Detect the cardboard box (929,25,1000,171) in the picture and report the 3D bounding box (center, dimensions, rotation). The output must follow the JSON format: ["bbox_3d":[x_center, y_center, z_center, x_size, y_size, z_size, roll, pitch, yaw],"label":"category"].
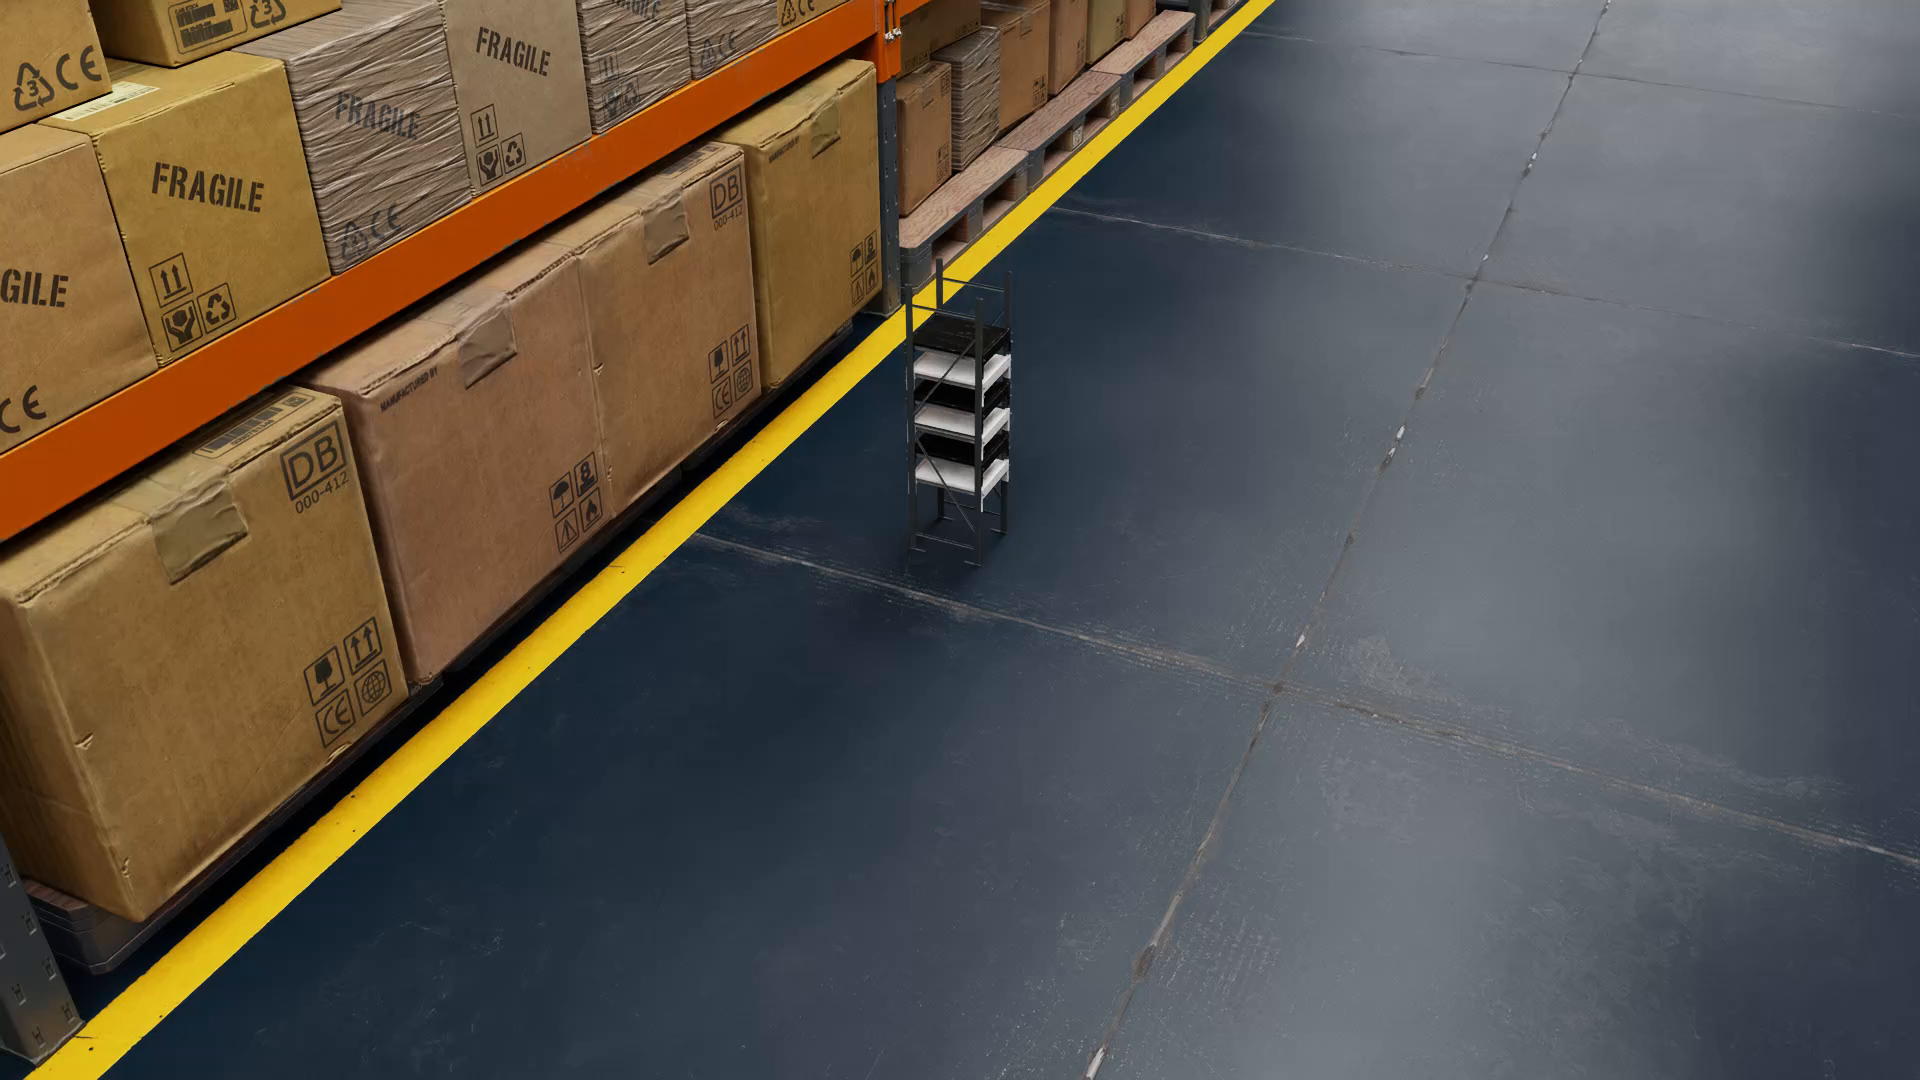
[{"bbox_3d":[-0.232,-2.025,7.481,0.700,0.500,0.500,11,35,17],"label":"cardboard box"}]

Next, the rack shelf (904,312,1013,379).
[{"bbox_3d":[-0.003,-0.570,4.867,0.258,0.077,0.200,14,36,20],"label":"rack shelf"}]

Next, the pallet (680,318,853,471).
[{"bbox_3d":[-1.113,-0.727,6.167,1.003,0.211,1.213,14,36,20],"label":"pallet"}]

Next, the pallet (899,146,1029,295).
[{"bbox_3d":[-0.386,-1.492,7.332,1.003,0.211,1.213,14,36,20],"label":"pallet"}]

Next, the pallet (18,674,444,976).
[{"bbox_3d":[-2.134,0.488,4.313,1.003,0.211,1.213,14,36,20],"label":"pallet"}]

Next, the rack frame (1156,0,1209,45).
[{"bbox_3d":[0.959,-4.261,9.013,1.000,3.000,0.127,14,36,20],"label":"rack frame"}]

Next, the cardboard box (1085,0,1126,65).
[{"bbox_3d":[0.466,-2.866,8.763,0.700,0.500,0.500,14,36,20],"label":"cardboard box"}]

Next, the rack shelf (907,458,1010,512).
[{"bbox_3d":[-0.003,-0.194,5.114,0.258,0.077,0.200,14,36,20],"label":"rack shelf"}]

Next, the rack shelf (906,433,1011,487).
[{"bbox_3d":[-0.003,-0.269,5.065,0.258,0.077,0.200,14,36,20],"label":"rack shelf"}]

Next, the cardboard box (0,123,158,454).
[{"bbox_3d":[-1.969,-0.490,3.171,0.500,0.500,0.500,14,36,21],"label":"cardboard box"}]

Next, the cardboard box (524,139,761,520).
[{"bbox_3d":[-1.402,-0.775,5.251,1.225,0.875,0.875,14,36,21],"label":"cardboard box"}]

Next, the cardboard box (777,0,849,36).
[{"bbox_3d":[-0.696,-2.008,5.486,0.500,0.500,0.500,15,36,22],"label":"cardboard box"}]

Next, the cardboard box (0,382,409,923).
[{"bbox_3d":[-2.139,0.113,3.897,1.225,0.875,0.875,14,36,21],"label":"cardboard box"}]

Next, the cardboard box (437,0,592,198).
[{"bbox_3d":[-1.338,-1.248,4.327,0.500,0.500,0.500,15,36,21],"label":"cardboard box"}]

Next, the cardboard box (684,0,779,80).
[{"bbox_3d":[-0.910,-1.761,5.109,0.500,0.500,0.500,14,36,20],"label":"cardboard box"}]

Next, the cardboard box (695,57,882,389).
[{"bbox_3d":[-1.022,-1.217,5.925,1.225,0.875,0.875,13,35,18],"label":"cardboard box"}]

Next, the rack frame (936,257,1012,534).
[{"bbox_3d":[0.039,-0.423,5.074,0.240,0.900,0.006,14,36,20],"label":"rack frame"}]

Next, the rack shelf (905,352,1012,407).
[{"bbox_3d":[-0.003,-0.495,4.917,0.258,0.077,0.200,14,36,20],"label":"rack shelf"}]

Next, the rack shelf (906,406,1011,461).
[{"bbox_3d":[-0.003,-0.344,5.015,0.258,0.077,0.200,14,36,20],"label":"rack shelf"}]

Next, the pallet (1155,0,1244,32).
[{"bbox_3d":[1.208,-3.437,10.300,1.003,0.211,1.213,14,36,20],"label":"pallet"}]

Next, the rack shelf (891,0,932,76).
[{"bbox_3d":[0.122,-2.964,7.691,1.077,0.370,4.000,14,36,20],"label":"rack shelf"}]

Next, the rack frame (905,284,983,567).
[{"bbox_3d":[-0.046,-0.322,4.920,0.240,0.900,0.006,14,36,20],"label":"rack frame"}]

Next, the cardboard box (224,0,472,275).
[{"bbox_3d":[-1.549,-0.990,3.933,0.500,0.500,0.500,13,36,19],"label":"cardboard box"}]

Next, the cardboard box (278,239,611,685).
[{"bbox_3d":[-1.766,-0.332,4.576,1.225,0.875,0.875,13,35,19],"label":"cardboard box"}]

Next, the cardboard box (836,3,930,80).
[{"bbox_3d":[-0.462,-2.062,6.853,0.500,0.250,0.500,16,36,22],"label":"cardboard box"}]

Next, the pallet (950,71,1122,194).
[{"bbox_3d":[0.125,-2.097,8.255,1.003,0.211,1.213,14,36,20],"label":"pallet"}]

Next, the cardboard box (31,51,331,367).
[{"bbox_3d":[-1.759,-0.741,3.553,0.500,0.500,0.500,14,36,21],"label":"cardboard box"}]

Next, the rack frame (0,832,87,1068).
[{"bbox_3d":[-2.388,-0.277,2.936,1.000,3.000,0.127,14,36,20],"label":"rack frame"}]

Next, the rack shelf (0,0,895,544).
[{"bbox_3d":[-1.552,-0.972,4.653,1.077,0.370,4.000,14,36,20],"label":"rack shelf"}]

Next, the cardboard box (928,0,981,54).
[{"bbox_3d":[-0.249,-2.328,7.260,0.500,0.250,0.500,18,37,26],"label":"cardboard box"}]

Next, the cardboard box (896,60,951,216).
[{"bbox_3d":[-0.453,-1.746,7.055,0.700,0.500,0.500,12,35,18],"label":"cardboard box"}]

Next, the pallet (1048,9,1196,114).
[{"bbox_3d":[0.634,-2.707,9.185,1.003,0.211,1.213,14,36,20],"label":"pallet"}]

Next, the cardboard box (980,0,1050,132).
[{"bbox_3d":[-0.001,-2.309,7.914,0.700,0.500,0.500,17,37,24],"label":"cardboard box"}]

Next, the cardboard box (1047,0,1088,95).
[{"bbox_3d":[0.232,-2.587,8.338,0.700,0.500,0.500,11,35,16],"label":"cardboard box"}]

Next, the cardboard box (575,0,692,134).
[{"bbox_3d":[-1.124,-1.502,4.713,0.500,0.500,0.500,13,35,19],"label":"cardboard box"}]

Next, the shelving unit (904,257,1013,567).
[{"bbox_3d":[-0.003,-0.372,4.997,0.258,0.900,0.210,14,36,20],"label":"shelving unit"}]

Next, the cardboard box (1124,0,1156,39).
[{"bbox_3d":[0.682,-3.099,9.119,0.700,0.500,0.500,11,35,17],"label":"cardboard box"}]

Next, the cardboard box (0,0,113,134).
[{"bbox_3d":[-2.129,-1.058,3.122,0.797,0.503,0.637,13,36,19],"label":"cardboard box"}]

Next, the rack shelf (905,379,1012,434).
[{"bbox_3d":[-0.003,-0.420,4.966,0.258,0.077,0.200,14,36,20],"label":"rack shelf"}]

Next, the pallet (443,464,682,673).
[{"bbox_3d":[-1.625,-0.122,5.243,1.003,0.211,1.213,14,36,20],"label":"pallet"}]

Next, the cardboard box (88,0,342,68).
[{"bbox_3d":[-1.831,-1.397,3.639,0.797,0.503,0.637,15,36,21],"label":"cardboard box"}]

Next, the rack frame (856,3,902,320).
[{"bbox_3d":[-0.715,-2.269,5.975,1.000,3.000,0.127,14,36,20],"label":"rack frame"}]
